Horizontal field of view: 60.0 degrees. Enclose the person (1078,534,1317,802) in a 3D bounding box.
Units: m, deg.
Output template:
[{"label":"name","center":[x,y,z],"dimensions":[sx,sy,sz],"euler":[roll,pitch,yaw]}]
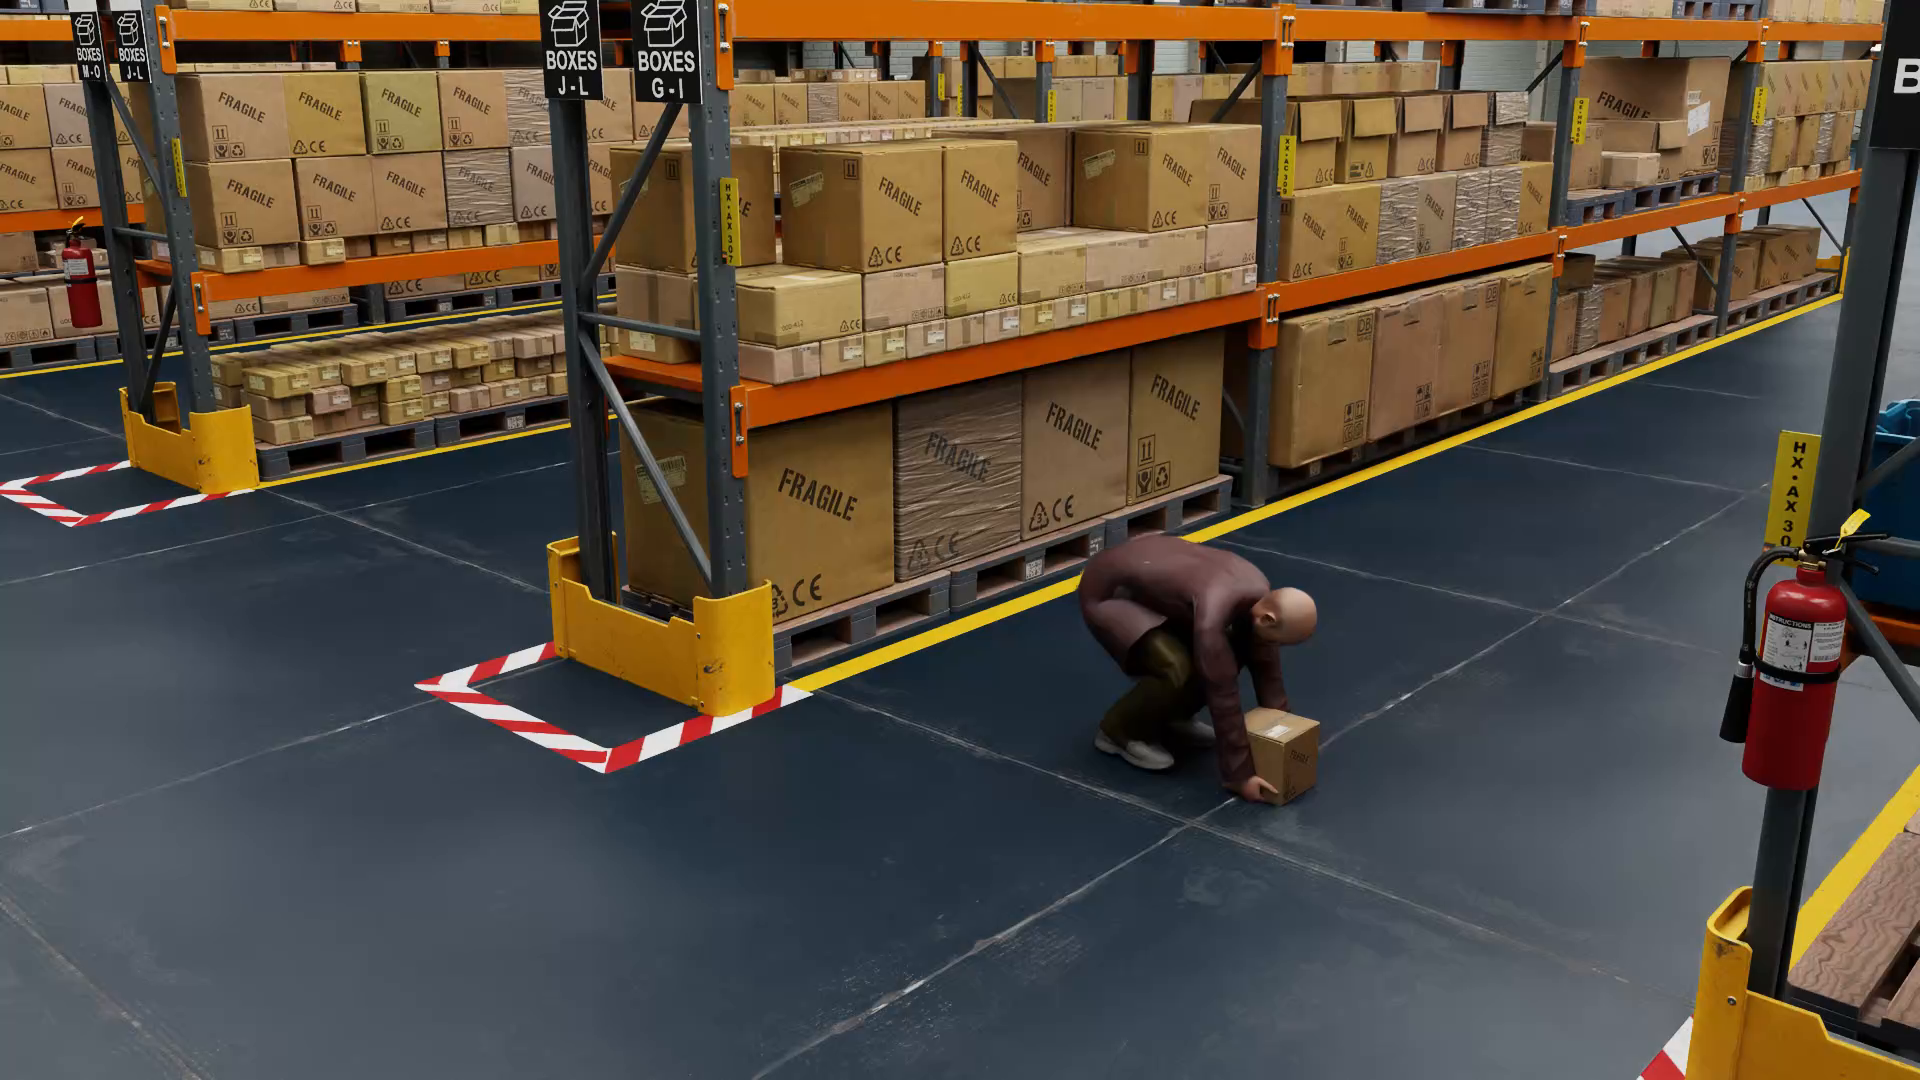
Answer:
[{"label":"person","center":[0.875,0.441,6.234],"dimensions":[0.953,0.874,0.588],"euler":[13,21,38]}]
